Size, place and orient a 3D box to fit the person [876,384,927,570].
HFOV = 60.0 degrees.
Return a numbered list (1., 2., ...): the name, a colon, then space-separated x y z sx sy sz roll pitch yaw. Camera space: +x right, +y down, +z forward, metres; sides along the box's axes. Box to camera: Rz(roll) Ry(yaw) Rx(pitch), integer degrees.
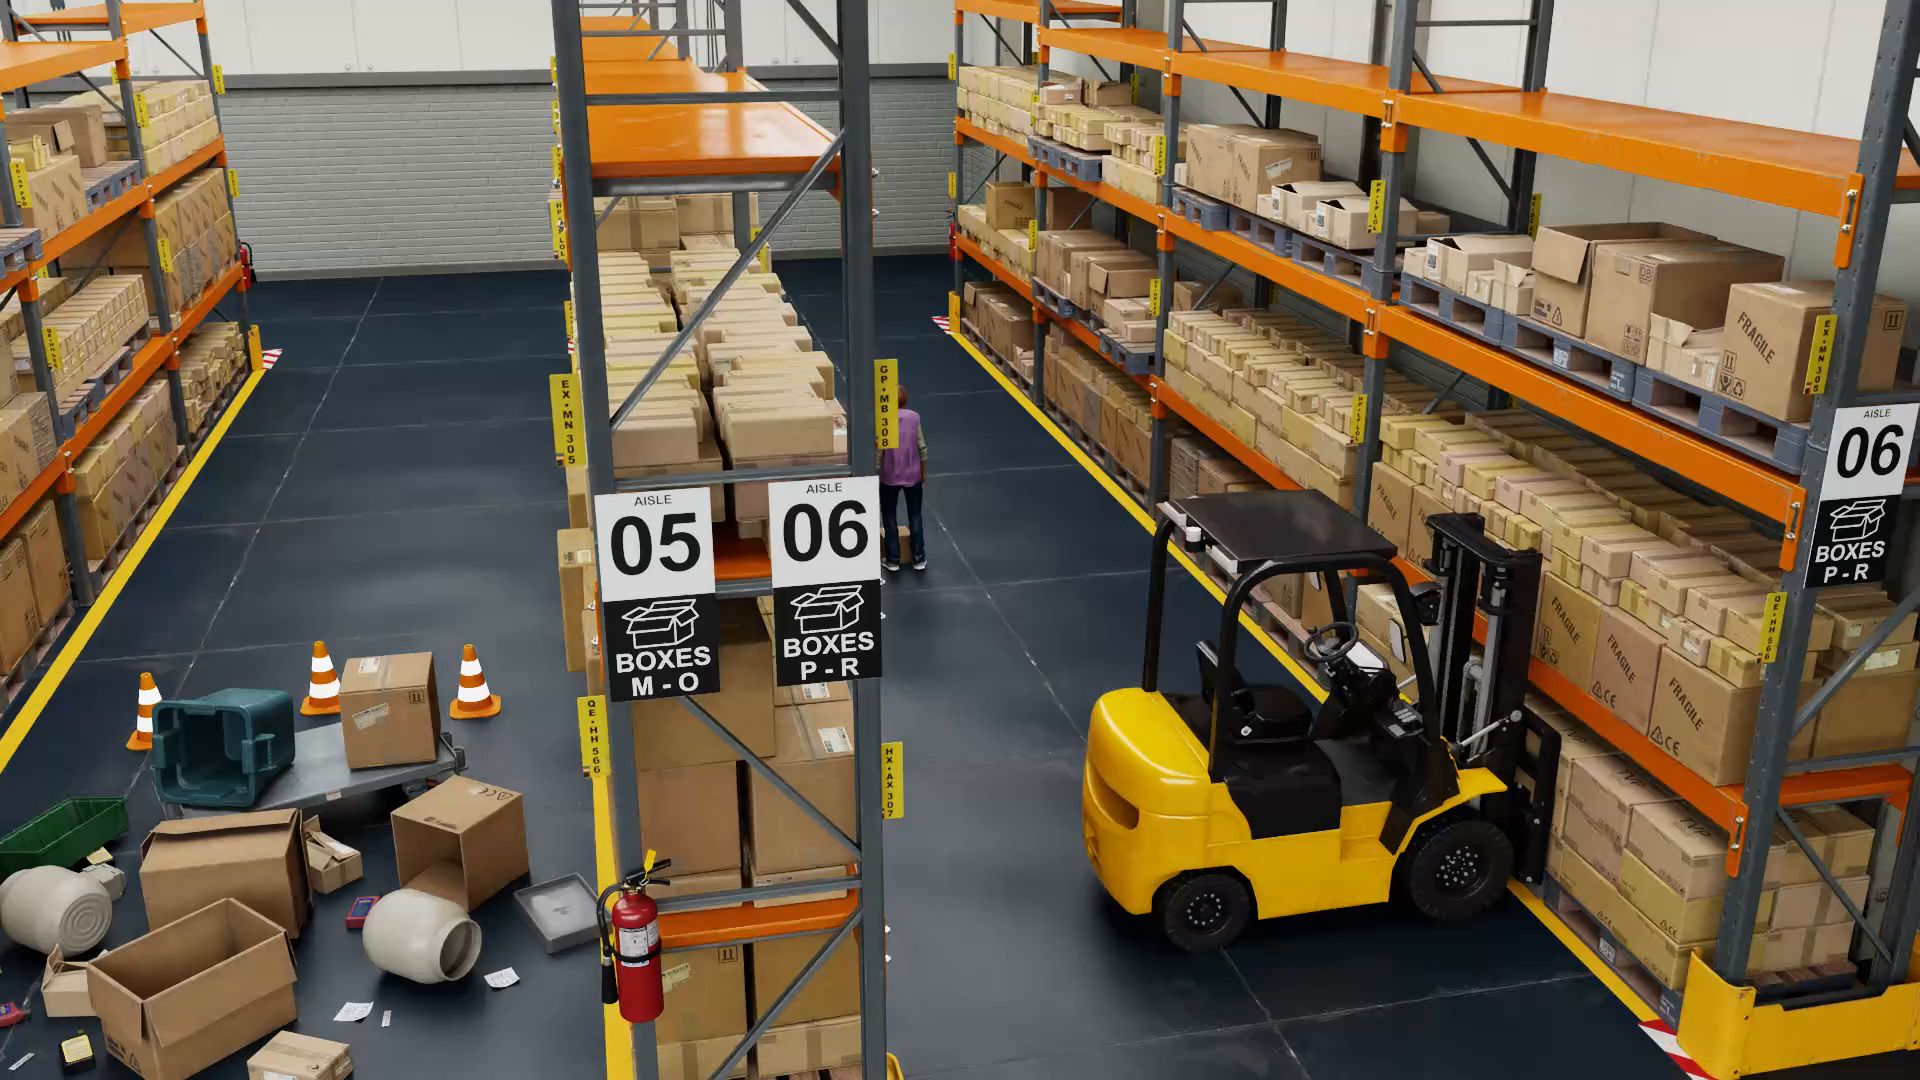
1. person: -0.498 -0.506 13.752 0.470 1.581 0.366 -5 20 -13
